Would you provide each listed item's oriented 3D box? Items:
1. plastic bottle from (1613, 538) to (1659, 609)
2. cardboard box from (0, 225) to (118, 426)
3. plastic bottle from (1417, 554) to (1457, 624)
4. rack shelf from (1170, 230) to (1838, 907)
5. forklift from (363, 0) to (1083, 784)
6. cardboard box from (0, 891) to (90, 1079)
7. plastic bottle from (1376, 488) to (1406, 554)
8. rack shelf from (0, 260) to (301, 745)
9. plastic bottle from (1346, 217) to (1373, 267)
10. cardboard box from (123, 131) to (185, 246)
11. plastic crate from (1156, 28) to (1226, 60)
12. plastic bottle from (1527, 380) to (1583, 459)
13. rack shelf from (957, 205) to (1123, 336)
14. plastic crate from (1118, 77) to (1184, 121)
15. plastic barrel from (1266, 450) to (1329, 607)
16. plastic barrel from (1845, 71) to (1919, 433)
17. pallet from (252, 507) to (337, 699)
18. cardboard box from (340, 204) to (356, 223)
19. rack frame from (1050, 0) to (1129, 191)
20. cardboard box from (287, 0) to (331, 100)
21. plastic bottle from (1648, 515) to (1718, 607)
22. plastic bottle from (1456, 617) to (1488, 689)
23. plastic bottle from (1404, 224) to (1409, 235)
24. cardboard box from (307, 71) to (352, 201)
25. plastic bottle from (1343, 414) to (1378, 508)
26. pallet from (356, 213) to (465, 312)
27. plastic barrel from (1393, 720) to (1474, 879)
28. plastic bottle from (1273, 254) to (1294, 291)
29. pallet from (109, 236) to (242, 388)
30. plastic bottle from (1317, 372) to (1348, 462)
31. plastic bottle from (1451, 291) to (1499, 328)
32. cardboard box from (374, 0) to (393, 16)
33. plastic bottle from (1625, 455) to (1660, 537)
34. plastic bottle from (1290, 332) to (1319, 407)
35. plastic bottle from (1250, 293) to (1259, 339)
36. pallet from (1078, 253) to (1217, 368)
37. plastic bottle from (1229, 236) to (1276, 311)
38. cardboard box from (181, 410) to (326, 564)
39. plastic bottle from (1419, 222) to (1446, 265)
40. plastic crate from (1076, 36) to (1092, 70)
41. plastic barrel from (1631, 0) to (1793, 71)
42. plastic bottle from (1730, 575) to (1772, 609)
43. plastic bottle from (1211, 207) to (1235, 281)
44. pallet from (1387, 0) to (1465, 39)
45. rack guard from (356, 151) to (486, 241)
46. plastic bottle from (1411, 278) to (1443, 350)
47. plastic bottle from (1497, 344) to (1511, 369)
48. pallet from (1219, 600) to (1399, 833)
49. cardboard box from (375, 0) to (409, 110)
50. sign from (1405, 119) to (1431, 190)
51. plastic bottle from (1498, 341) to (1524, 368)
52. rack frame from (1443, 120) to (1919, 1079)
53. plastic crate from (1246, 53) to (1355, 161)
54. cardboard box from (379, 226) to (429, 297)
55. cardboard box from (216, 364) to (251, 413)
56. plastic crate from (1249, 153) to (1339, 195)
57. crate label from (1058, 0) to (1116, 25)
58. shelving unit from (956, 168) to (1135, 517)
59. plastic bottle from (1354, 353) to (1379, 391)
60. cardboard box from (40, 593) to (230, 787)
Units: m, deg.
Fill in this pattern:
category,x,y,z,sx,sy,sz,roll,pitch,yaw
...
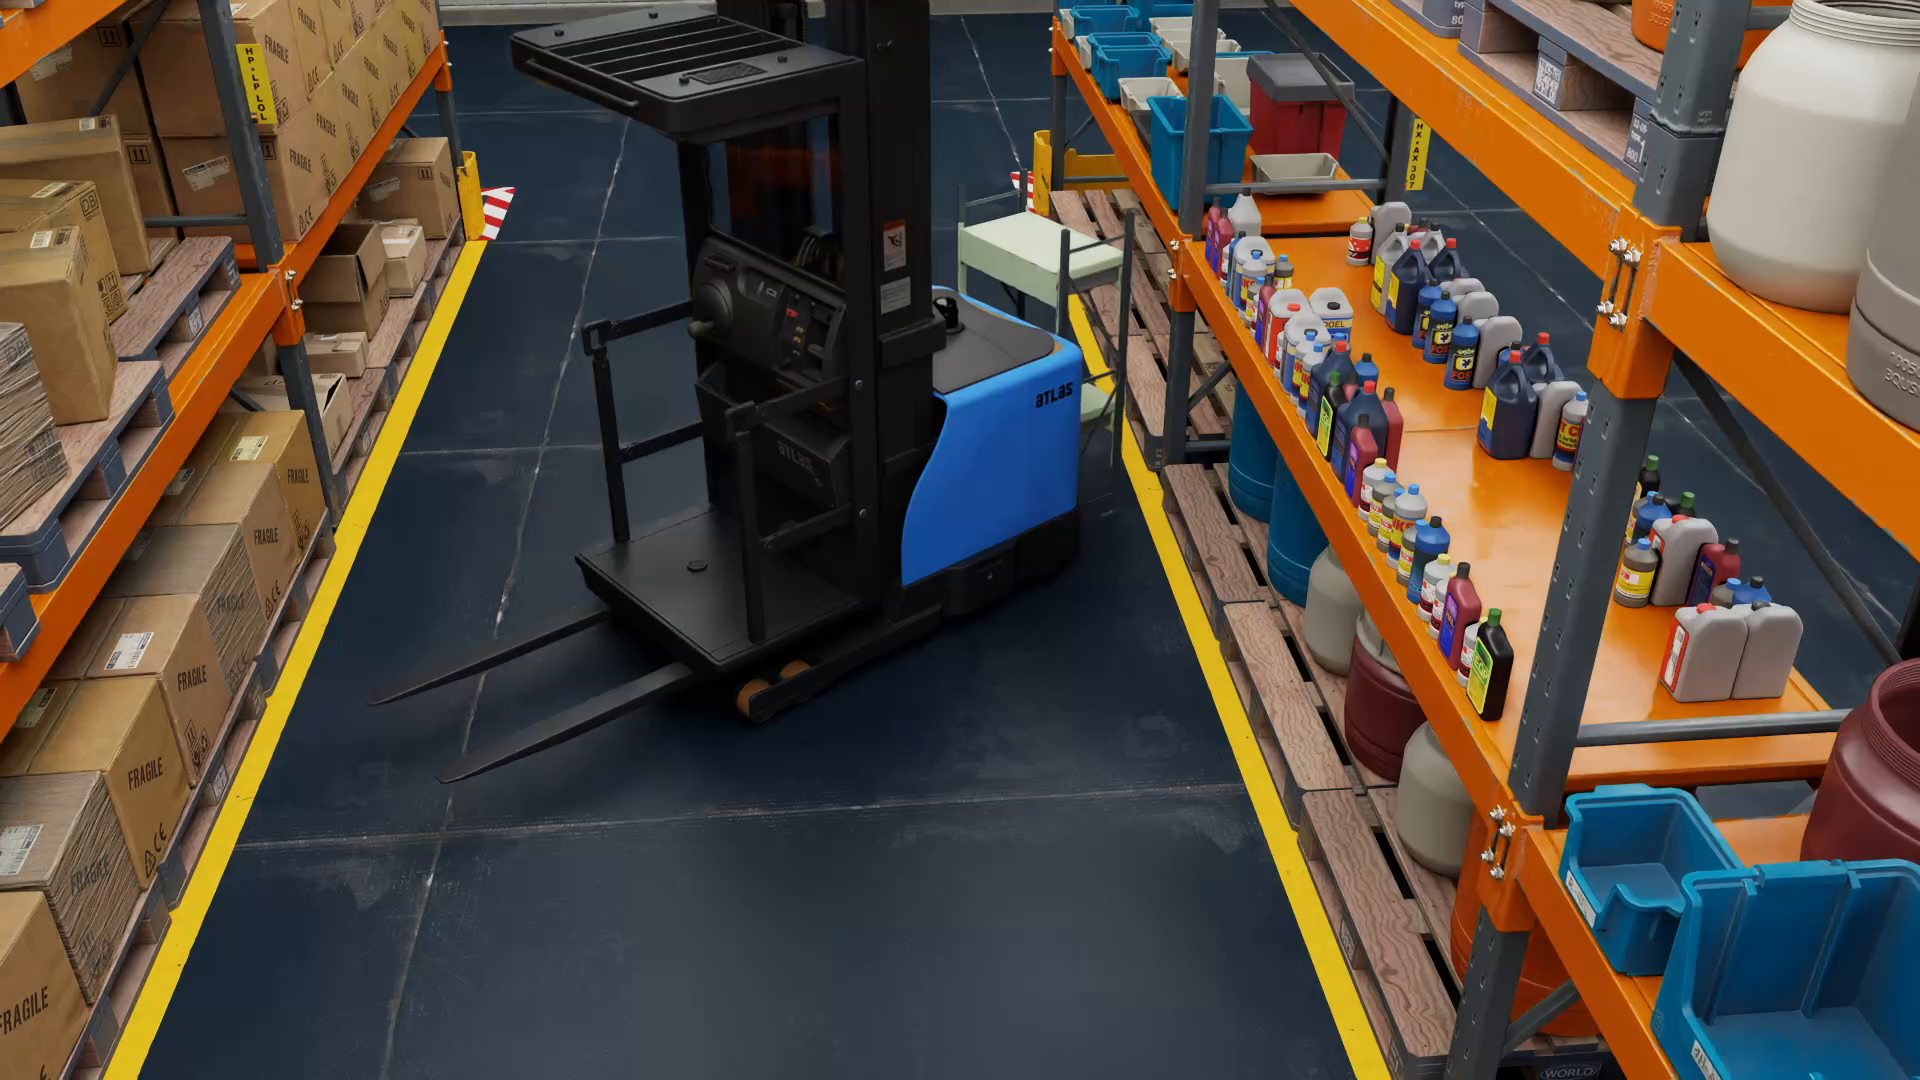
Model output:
category,x,y,z,sx,sy,sz,roll,pitch,yaw
plastic bottle,1.983,0.090,4.867,0.097,0.201,0.097,0,31,0
cardboard box,-3.212,-0.669,5.438,0.700,0.500,0.500,-11,32,-17
plastic bottle,1.381,0.134,4.794,0.097,0.201,0.097,0,31,0
rack shelf,1.680,-0.250,5.945,1.077,0.370,4.000,-3,31,-5
forklift,-0.907,-0.845,6.307,3.031,2.935,1.130,-24,38,-34
cardboard box,-2.823,1.336,4.597,0.500,0.500,0.500,-1,31,-2
plastic bottle,1.345,-0.065,5.127,0.097,0.201,0.097,0,31,0
rack shelf,-3.252,-0.015,5.551,1.077,0.370,4.000,-3,31,-5
plastic bottle,1.730,-1.294,7.184,0.097,0.201,0.097,0,31,0
cardboard box,-3.741,-1.631,7.457,0.500,0.500,0.500,-2,31,-4
plastic crate,1.389,-2.979,10.010,0.396,0.136,0.243,-3,31,-5
plastic bottle,2.019,-0.429,5.664,0.152,0.276,0.135,-3,31,-5
rack shelf,0.371,-1.206,7.545,0.431,0.370,0.720,-21,37,-31
plastic crate,1.032,-2.367,8.987,0.293,0.136,0.466,-3,31,-5
plastic barrel,1.594,-0.219,6.829,0.600,0.901,0.708,-3,31,-5
plastic barrel,1.728,-0.611,2.434,0.600,0.901,0.600,0,31,0
pallet,-3.325,0.266,7.099,1.003,0.211,1.213,-3,31,-5
cardboard box,-3.997,-1.849,10.172,0.500,0.250,0.500,-3,31,-5
rack frame,1.120,-3.622,10.889,1.000,3.000,0.127,-3,31,-5
cardboard box,-3.251,-2.334,7.660,0.500,0.500,0.500,-4,31,-6
plastic bottle,2.105,0.043,4.874,0.152,0.276,0.135,-3,31,-5
plastic bottle,1.412,0.302,4.514,0.097,0.201,0.097,0,31,0
plastic bottle,1.890,-1.251,7.113,0.097,0.201,0.097,0,31,0
cardboard box,-3.266,-1.922,7.945,0.500,0.500,0.500,-2,31,-4
plastic bottle,1.298,-0.257,5.370,0.061,0.283,0.133,-3,31,-5
pallet,-3.730,-1.744,10.464,1.003,0.211,1.213,-3,31,-5
plastic barrel,1.663,0.817,5.474,0.421,0.512,0.421,0,31,0
plastic bottle,1.314,-1.069,6.808,0.097,0.201,0.097,0,31,0
pallet,-3.473,-0.849,6.433,1.003,0.211,1.213,-3,31,-5
plastic bottle,1.268,-0.420,5.642,0.061,0.283,0.133,-3,31,-5
plastic bottle,1.946,-0.828,6.333,0.152,0.276,0.135,-3,31,-5
cardboard box,-3.396,-3.123,8.980,0.500,0.500,0.500,-2,31,-3
plastic bottle,2.117,-0.149,5.188,0.061,0.283,0.133,-3,31,-5
plastic bottle,1.249,-0.619,5.986,0.097,0.271,0.097,0,31,0
plastic bottle,1.193,-0.893,6.514,0.097,0.201,0.097,0,31,0
pallet,1.269,-1.381,9.856,1.003,0.211,1.213,-3,31,-5
plastic bottle,1.192,-1.085,6.763,0.152,0.276,0.135,-3,31,-5
cardboard box,-3.107,-0.222,7.205,0.500,0.500,0.500,-3,31,-5
plastic bottle,1.905,-1.105,6.723,0.144,0.351,0.185,-3,31,-5
plastic crate,0.826,-2.879,9.843,0.250,0.136,0.298,-3,31,-5
plastic barrel,1.817,-1.480,3.550,0.600,0.830,0.708,-3,31,-5
plastic bottle,2.165,0.220,4.581,0.097,0.271,0.097,0,31,0
plastic bottle,1.115,-1.254,7.038,0.061,0.283,0.133,-3,31,-5
pallet,1.773,-1.812,5.118,1.003,0.211,1.213,-3,31,-5
rack guard,-3.805,-2.275,11.071,1.175,0.500,0.348,-3,31,-5
plastic bottle,1.811,-0.880,6.423,0.097,0.271,0.097,0,31,0
plastic bottle,2.006,-0.620,6.057,0.097,0.201,0.097,0,31,0
pallet,1.641,0.637,6.477,1.003,0.211,1.213,-3,31,-5
cardboard box,-3.406,-2.694,9.238,0.500,0.500,0.500,-3,31,-4
sign,2.041,-1.724,7.442,0.100,0.325,0.005,-3,31,-5
plastic bottle,1.958,-0.579,5.920,0.097,0.271,0.097,0,31,0
rack frame,1.867,0.462,4.051,1.000,3.000,0.127,-3,31,-5
plastic crate,1.660,-2.101,8.222,0.402,0.464,0.583,-3,31,-5
cardboard box,-3.457,-1.643,9.828,0.500,0.250,0.500,-3,31,-5
cardboard box,-3.774,-0.738,8.068,0.500,0.500,0.500,-3,31,-5
plastic crate,1.592,-1.737,7.932,0.396,0.136,0.243,-3,31,-5
crate label,0.815,-3.434,10.679,0.416,0.233,0.303,-3,31,-5
shelving unit,0.371,-0.871,7.745,0.431,1.500,0.755,-21,37,-31
plastic bottle,1.411,-0.526,5.831,0.097,0.271,0.097,0,31,0
cardboard box,-2.973,0.546,5.919,0.500,0.500,0.500,-4,31,-6
